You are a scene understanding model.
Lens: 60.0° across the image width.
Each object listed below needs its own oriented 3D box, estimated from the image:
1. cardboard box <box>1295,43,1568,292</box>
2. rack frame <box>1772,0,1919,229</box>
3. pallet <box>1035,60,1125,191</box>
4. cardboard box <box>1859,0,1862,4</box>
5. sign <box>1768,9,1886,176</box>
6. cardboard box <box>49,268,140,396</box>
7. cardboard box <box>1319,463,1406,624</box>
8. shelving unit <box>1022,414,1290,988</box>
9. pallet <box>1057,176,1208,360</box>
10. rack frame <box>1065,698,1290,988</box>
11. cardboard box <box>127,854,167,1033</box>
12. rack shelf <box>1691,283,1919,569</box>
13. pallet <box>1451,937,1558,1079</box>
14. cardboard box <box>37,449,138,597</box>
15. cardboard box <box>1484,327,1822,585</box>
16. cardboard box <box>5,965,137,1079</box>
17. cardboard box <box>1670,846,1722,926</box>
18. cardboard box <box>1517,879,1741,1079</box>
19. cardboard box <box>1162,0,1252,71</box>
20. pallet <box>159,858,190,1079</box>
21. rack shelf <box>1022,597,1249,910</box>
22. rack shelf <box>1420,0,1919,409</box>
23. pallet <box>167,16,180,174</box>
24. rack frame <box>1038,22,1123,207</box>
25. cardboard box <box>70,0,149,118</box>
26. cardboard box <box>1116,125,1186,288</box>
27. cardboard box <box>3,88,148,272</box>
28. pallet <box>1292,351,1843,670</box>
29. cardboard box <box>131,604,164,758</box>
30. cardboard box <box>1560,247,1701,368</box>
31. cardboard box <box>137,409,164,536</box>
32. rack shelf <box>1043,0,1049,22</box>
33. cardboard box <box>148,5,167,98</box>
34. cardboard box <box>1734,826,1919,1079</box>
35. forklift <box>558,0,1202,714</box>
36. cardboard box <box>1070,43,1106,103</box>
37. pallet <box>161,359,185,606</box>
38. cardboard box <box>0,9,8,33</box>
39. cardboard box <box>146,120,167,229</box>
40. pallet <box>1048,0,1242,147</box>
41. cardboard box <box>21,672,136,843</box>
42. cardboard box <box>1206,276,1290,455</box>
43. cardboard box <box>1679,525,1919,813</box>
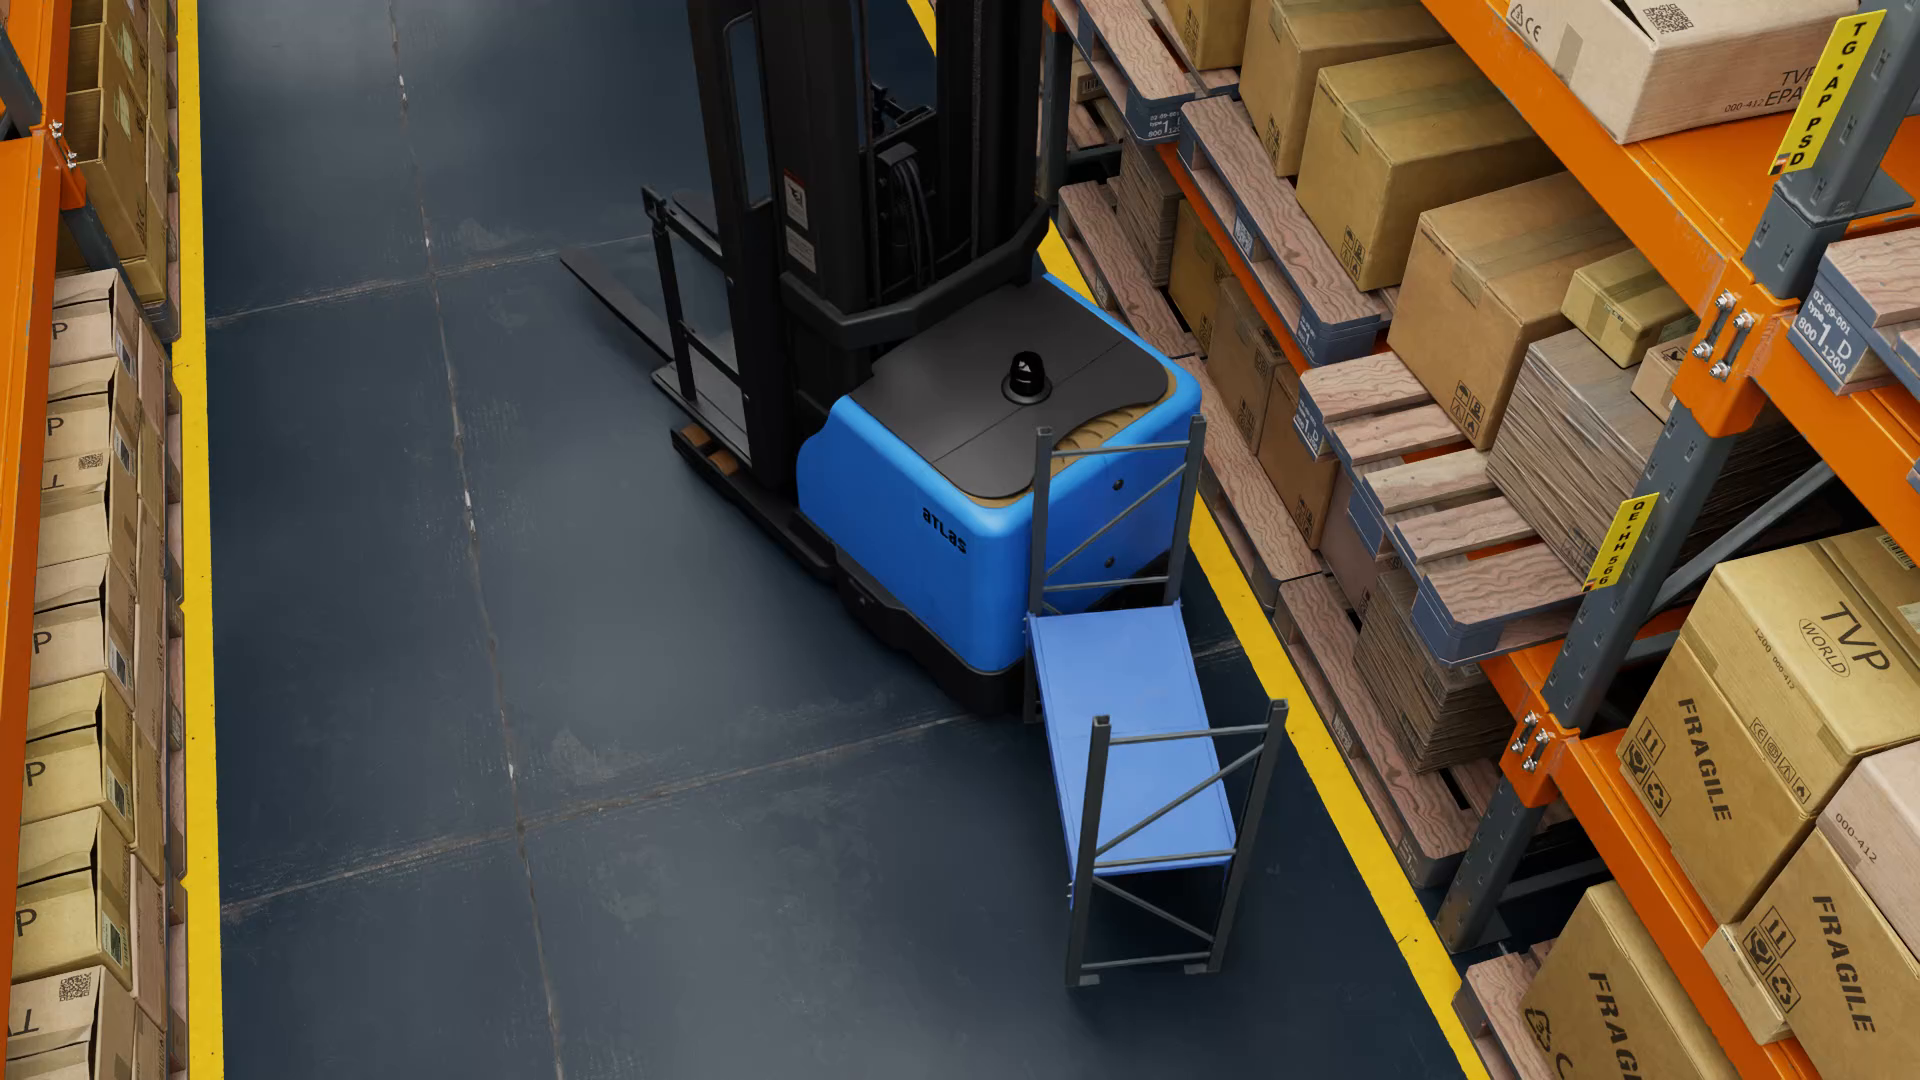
[{"bbox_3d":[1.512,-1.193,5.230,0.700,0.500,0.500,-13,51,-11],"label":"cardboard box"},{"bbox_3d":[2.051,-1.707,2.093,1.000,3.000,0.127,-13,51,-11],"label":"rack frame"},{"bbox_3d":[0.635,-2.278,8.322,1.003,0.211,1.213,-13,51,-11],"label":"pallet"},{"bbox_3d":[2.057,-1.356,3.681,0.500,0.500,0.500,-13,51,-11],"label":"cardboard box"},{"bbox_3d":[1.532,-0.785,2.940,0.100,0.325,0.005,-13,51,-11],"label":"sign"},{"bbox_3d":[-3.470,-0.771,6.384,0.500,0.311,0.500,-13,51,-11],"label":"cardboard box"},{"bbox_3d":[1.747,-0.026,5.947,0.700,0.500,0.500,-13,51,-11],"label":"cardboard box"},{"bbox_3d":[0.530,0.533,5.110,0.538,1.500,1.048,-5,50,-4],"label":"shelving unit"},{"bbox_3d":[1.099,-1.227,7.436,1.003,0.211,1.213,-13,51,-11],"label":"pallet"},{"bbox_3d":[0.586,0.919,4.784,0.500,1.500,0.032,-5,50,-4],"label":"rack frame"},{"bbox_3d":[-2.704,1.285,5.018,0.500,0.250,0.500,-15,51,-12],"label":"cardboard box"},{"bbox_3d":[2.642,0.953,2.283,1.077,0.370,4.000,-13,51,-11],"label":"rack shelf"},{"bbox_3d":[2.212,1.719,4.953,1.003,0.211,1.213,-13,51,-11],"label":"pallet"},{"bbox_3d":[-3.165,-0.027,5.758,0.500,0.311,0.500,-13,51,-11],"label":"cardboard box"},{"bbox_3d":[1.902,-0.288,4.468,0.700,0.500,0.500,-19,52,-15],"label":"cardboard box"},{"bbox_3d":[-2.555,1.471,4.495,0.500,0.311,0.500,-12,51,-10],"label":"cardboard box"},{"bbox_3d":[1.993,0.780,4.071,0.380,0.149,0.250,-13,51,-10],"label":"cardboard box"},{"bbox_3d":[2.143,1.351,4.570,0.750,0.750,0.750,-14,51,-11],"label":"cardboard box"},{"bbox_3d":[1.144,-2.079,5.978,0.700,0.500,0.500,-9,50,-7],"label":"cardboard box"},{"bbox_3d":[-2.887,1.638,5.020,1.003,0.211,1.213,-13,51,-11],"label":"pallet"},{"bbox_3d":[0.530,0.649,5.247,0.538,0.185,1.000,-5,50,-4],"label":"rack shelf"},{"bbox_3d":[1.459,-1.969,4.746,1.077,0.370,4.000,-13,51,-11],"label":"rack shelf"},{"bbox_3d":[-4.423,-2.156,8.219,1.003,0.211,1.213,-13,51,-11],"label":"pallet"},{"bbox_3d":[0.868,-2.695,6.849,1.000,3.000,0.127,-13,51,-11],"label":"rack frame"},{"bbox_3d":[-3.997,-2.202,7.468,0.500,0.500,0.500,-13,51,-11],"label":"cardboard box"},{"bbox_3d":[1.101,-1.497,7.187,0.700,0.500,0.500,-12,51,-10],"label":"cardboard box"},{"bbox_3d":[-3.701,-1.472,6.852,0.500,0.500,0.500,-13,51,-11],"label":"cardboard box"},{"bbox_3d":[1.738,-0.208,4.878,1.213,0.211,1.003,-13,51,-11],"label":"pallet"},{"bbox_3d":[-3.015,0.532,5.653,0.500,0.250,0.500,-12,51,-10],"label":"cardboard box"},{"bbox_3d":[1.811,-0.633,4.334,0.380,0.149,0.250,-21,53,-17],"label":"cardboard box"},{"bbox_3d":[-3.316,-0.214,6.282,0.500,0.250,0.500,-14,51,-12],"label":"cardboard box"},{"bbox_3d":[0.276,-3.923,8.356,1.077,0.370,4.000,-13,51,-11],"label":"rack shelf"},{"bbox_3d":[-4.150,-2.325,8.061,0.500,0.250,0.500,-13,51,-11],"label":"cardboard box"},{"bbox_3d":[2.096,0.890,3.555,0.500,0.500,0.500,-12,51,-10],"label":"cardboard box"},{"bbox_3d":[-0.519,-1.376,5.783,1.130,2.935,3.031,-34,58,-25],"label":"forklift"},{"bbox_3d":[0.681,-2.307,8.088,0.380,0.166,0.250,-19,53,-16],"label":"cardboard box"},{"bbox_3d":[-3.608,-0.144,6.523,1.003,0.211,1.213,-13,51,-11],"label":"pallet"},{"bbox_3d":[-4.001,-1.927,6.137,0.700,0.500,0.500,-15,51,-12],"label":"cardboard box"},{"bbox_3d":[-3.854,-1.594,7.446,0.500,0.250,0.500,-13,51,-11],"label":"cardboard box"},{"bbox_3d":[0.955,-2.042,6.424,1.003,0.211,1.213,-13,51,-11],"label":"pallet"},{"bbox_3d":[-2.867,0.716,5.131,0.500,0.311,0.500,-15,51,-12],"label":"cardboard box"},{"bbox_3d":[1.414,-0.749,6.556,0.700,0.500,0.500,-13,51,-11],"label":"cardboard box"},{"bbox_3d":[1.947,0.262,3.594,0.500,0.250,0.500,-12,51,-10],"label":"cardboard box"}]
